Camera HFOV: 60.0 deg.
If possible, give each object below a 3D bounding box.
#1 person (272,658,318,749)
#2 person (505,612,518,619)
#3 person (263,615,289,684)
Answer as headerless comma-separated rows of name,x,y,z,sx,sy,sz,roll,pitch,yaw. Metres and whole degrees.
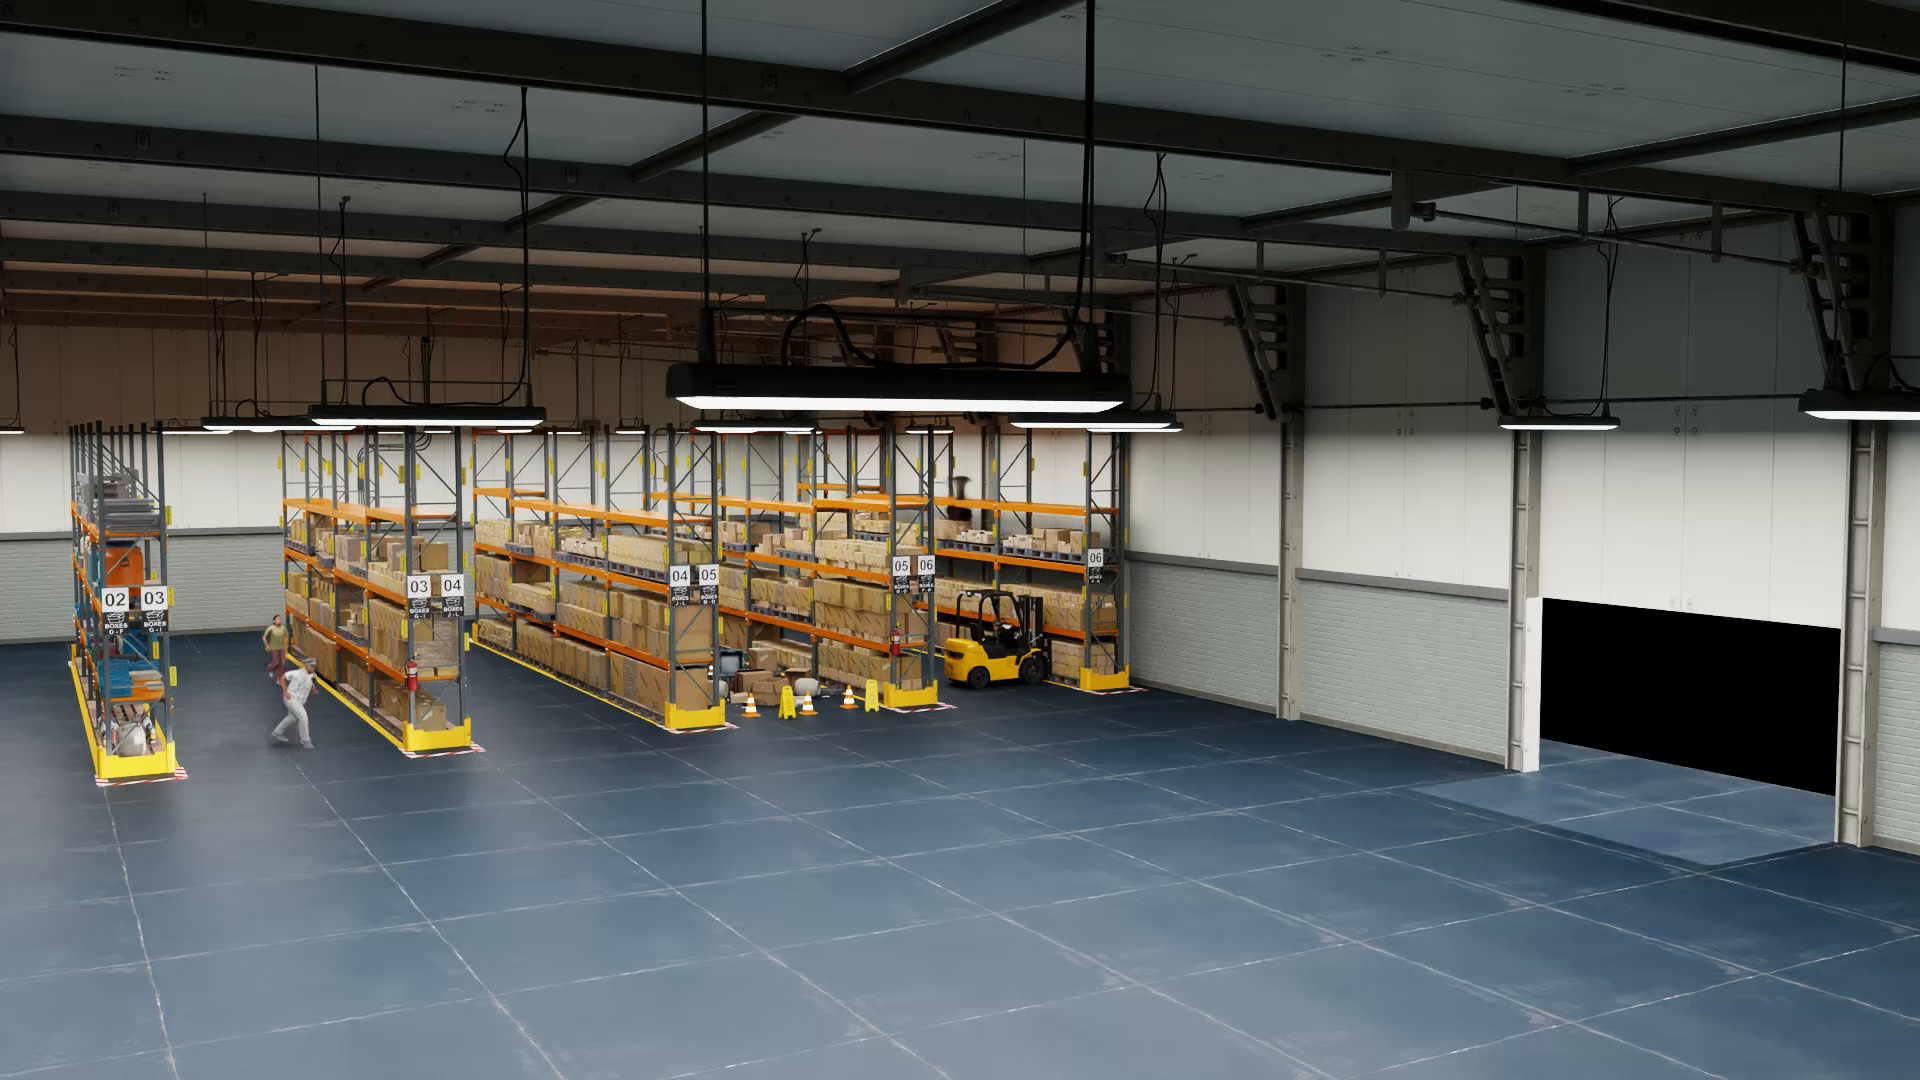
person,-12.321,3.026,30.711,1.015,1.727,0.711,1,4,19
person,-13.408,1.853,49.631,0.560,1.624,0.787,1,4,16
person,-15.855,2.533,38.617,0.578,1.612,0.526,-3,5,-40
